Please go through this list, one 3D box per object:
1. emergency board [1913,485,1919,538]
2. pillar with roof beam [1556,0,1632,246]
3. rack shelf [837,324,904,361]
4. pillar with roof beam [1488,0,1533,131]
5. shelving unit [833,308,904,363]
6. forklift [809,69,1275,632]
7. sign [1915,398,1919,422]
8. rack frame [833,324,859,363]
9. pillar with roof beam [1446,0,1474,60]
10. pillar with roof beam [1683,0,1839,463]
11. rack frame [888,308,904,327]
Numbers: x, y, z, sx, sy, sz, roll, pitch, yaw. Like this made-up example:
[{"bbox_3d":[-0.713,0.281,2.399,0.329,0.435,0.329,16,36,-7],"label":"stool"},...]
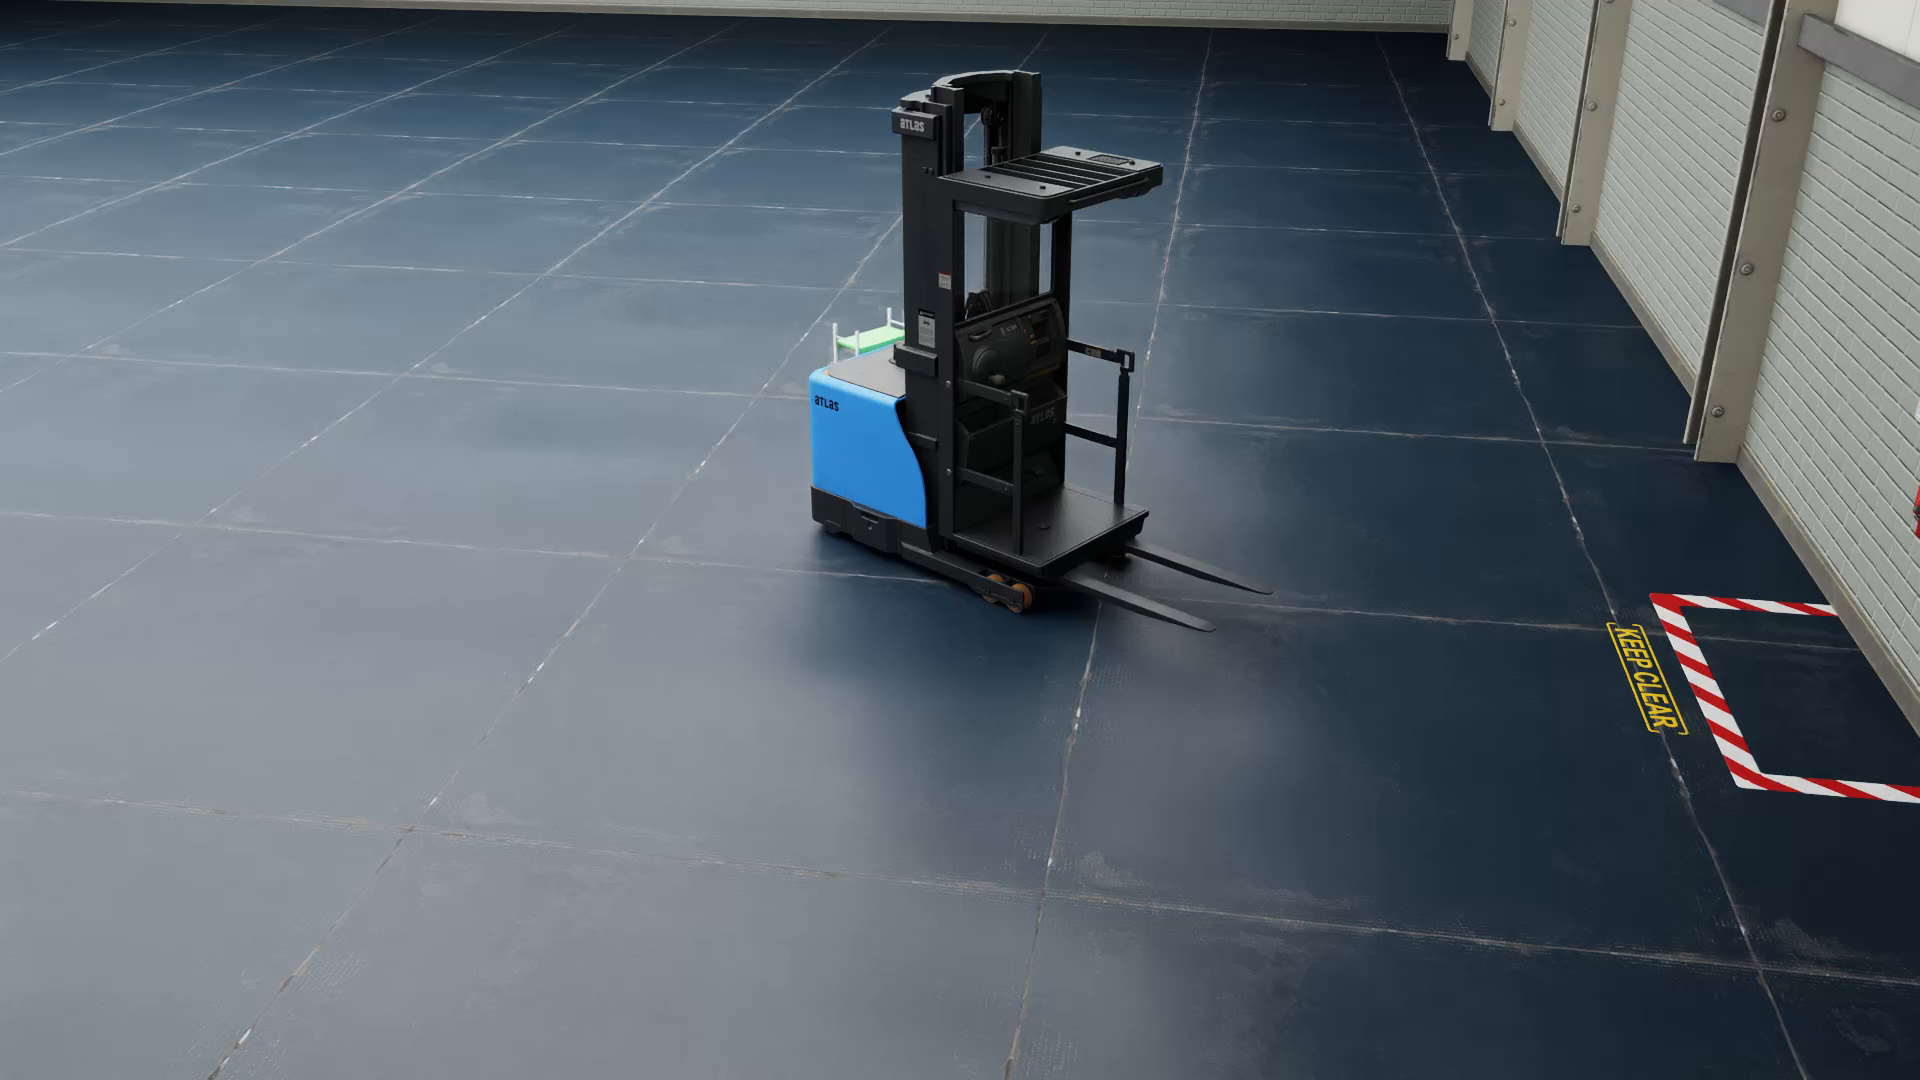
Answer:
[{"bbox_3d":[4.940,-0.522,8.327,0.194,1.169,0.643,4,25,9],"label":"emergency board"},{"bbox_3d":[2.212,-7.525,16.212,9.100,9.000,0.400,4,25,9],"label":"pillar with roof beam"},{"bbox_3d":[-0.574,-1.297,11.125,0.480,0.148,0.258,-23,33,-40],"label":"rack shelf"},{"bbox_3d":[3.193,-10.035,21.573,9.100,9.000,0.400,4,25,9],"label":"pillar with roof beam"},{"bbox_3d":[-0.574,-0.920,11.301,0.503,1.200,0.258,-23,33,-40],"label":"shelving unit"},{"bbox_3d":[0.466,-1.152,9.754,3.031,2.935,1.130,21,32,37],"label":"forklift"},{"bbox_3d":[5.132,-0.762,8.798,0.001,0.329,0.234,4,25,9],"label":"sign"},{"bbox_3d":[-0.747,-0.847,11.145,0.015,1.200,0.240,-23,33,-40],"label":"rack frame"},{"bbox_3d":[4.173,-12.544,26.934,9.100,9.000,0.400,4,25,9],"label":"pillar with roof beam"},{"bbox_3d":[1.232,-5.016,10.851,9.100,9.000,0.400,4,25,9],"label":"pillar with roof beam"},{"bbox_3d":[-0.402,-0.993,11.457,0.015,1.200,0.240,-23,33,-40],"label":"rack frame"}]
